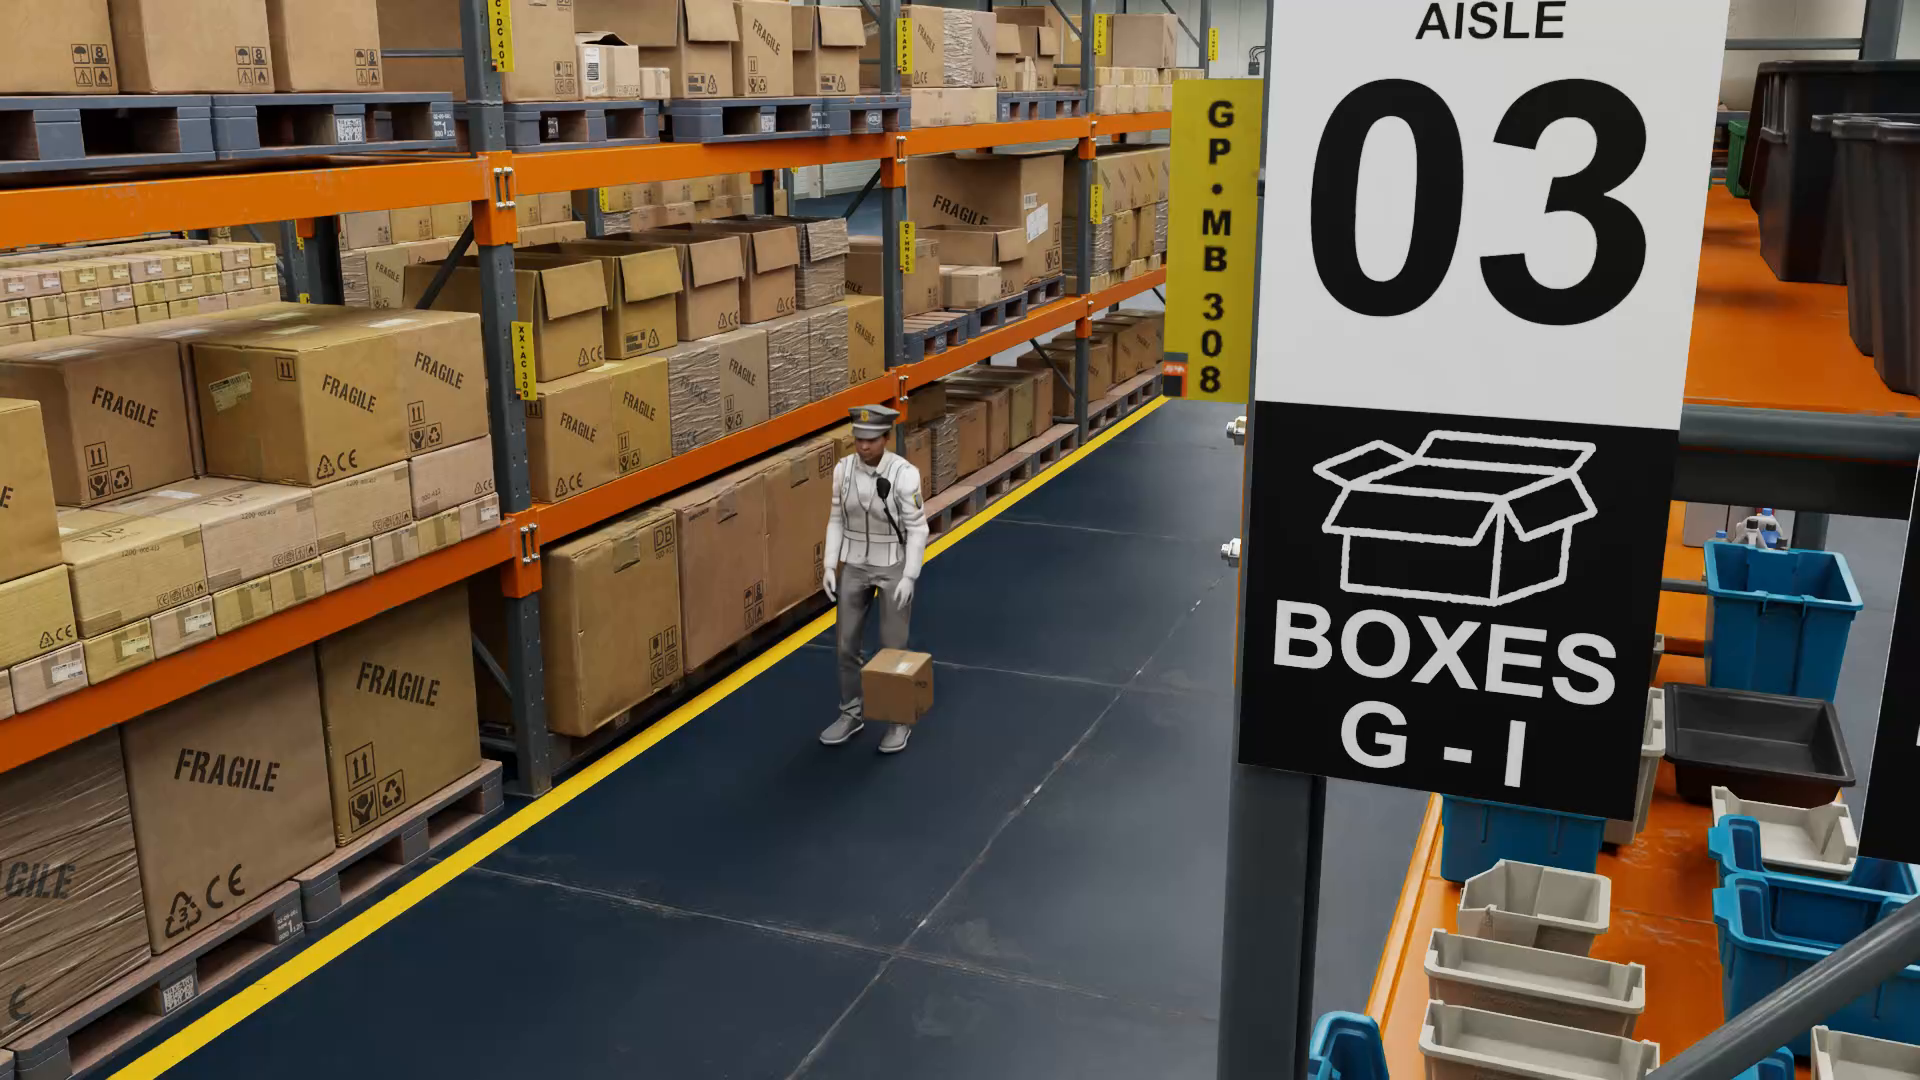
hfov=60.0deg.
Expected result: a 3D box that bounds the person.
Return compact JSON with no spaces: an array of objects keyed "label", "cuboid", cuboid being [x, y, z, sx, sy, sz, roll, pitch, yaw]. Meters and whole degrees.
[{"label":"person","cuboid":[-0.402,0.168,7.902,0.510,1.669,0.358,6,17,20]}]
